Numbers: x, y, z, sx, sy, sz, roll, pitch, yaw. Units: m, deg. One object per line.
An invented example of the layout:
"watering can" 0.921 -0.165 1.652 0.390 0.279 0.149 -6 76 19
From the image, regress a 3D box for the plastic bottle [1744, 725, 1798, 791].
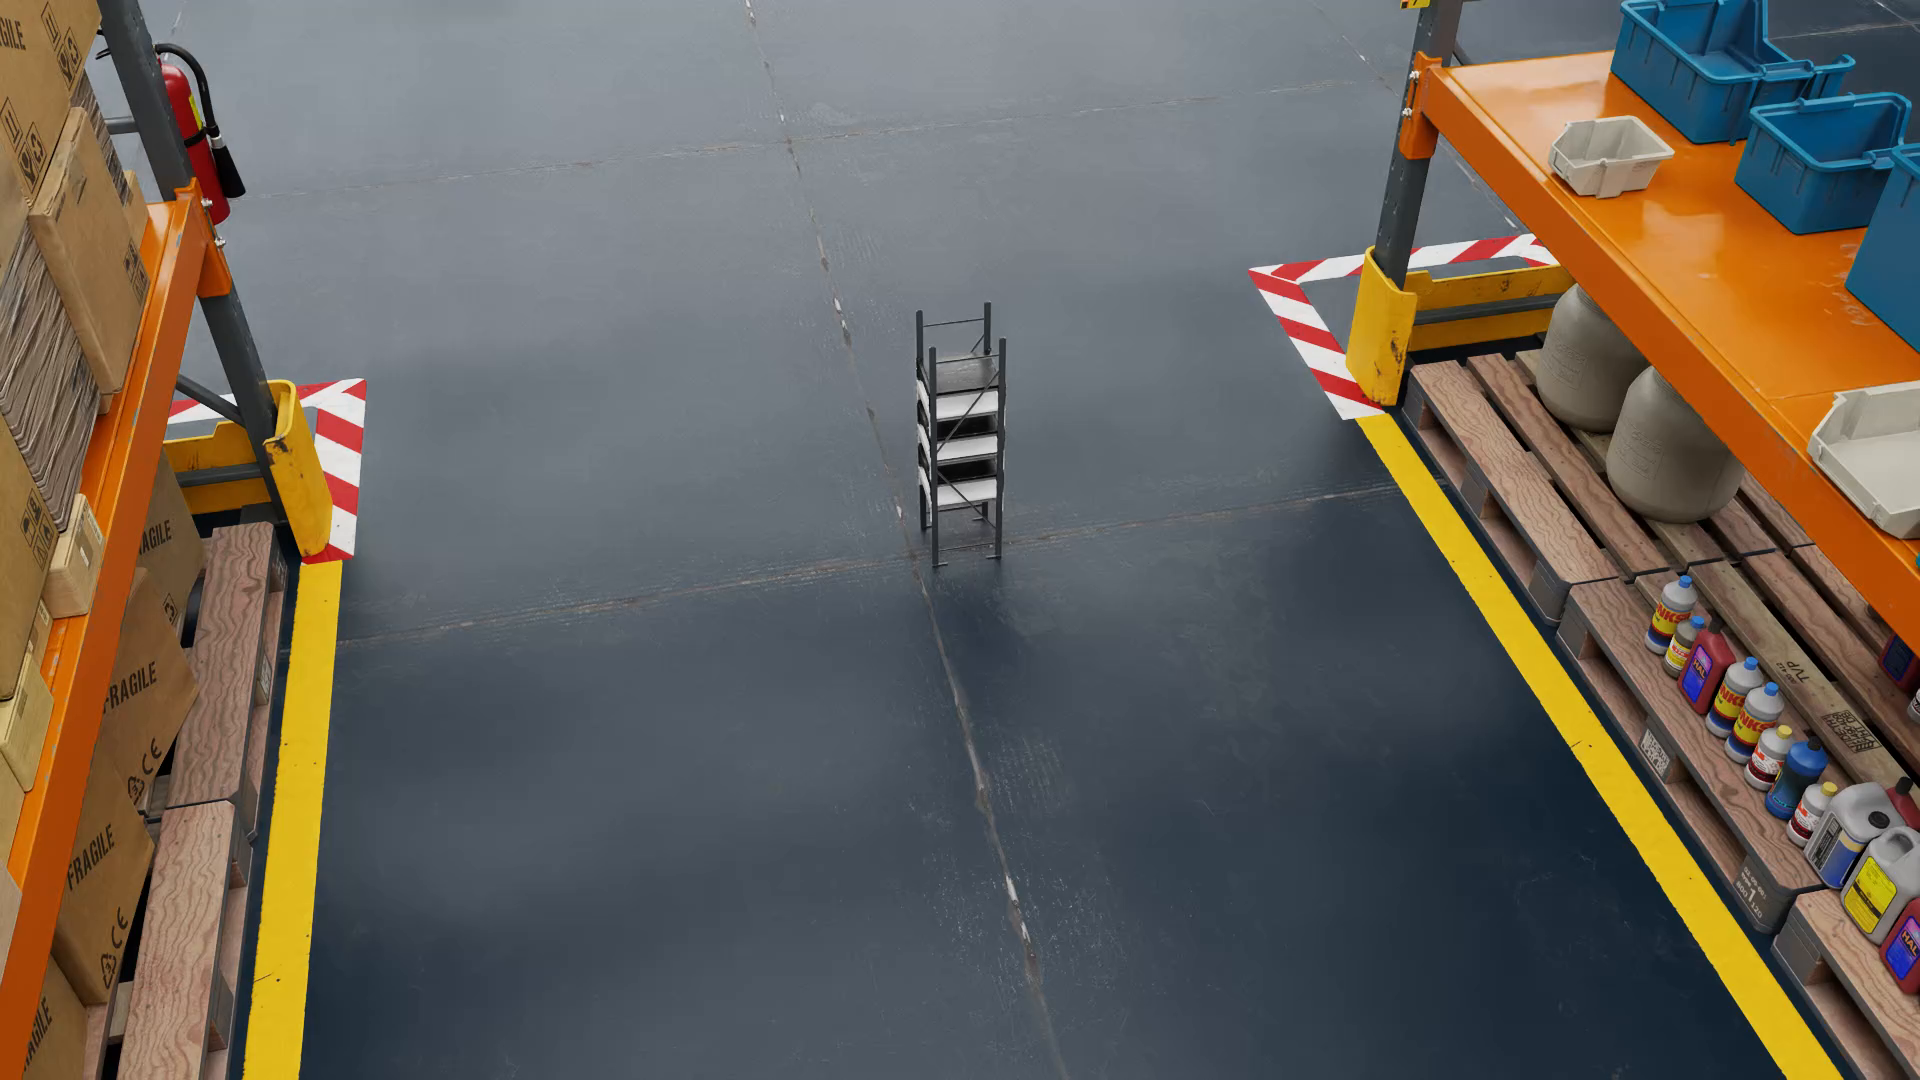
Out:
"plastic bottle" 2.250 0.593 4.599 0.097 0.201 0.097 0 42 0

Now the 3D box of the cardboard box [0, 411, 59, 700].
"cardboard box" -2.311 0.024 3.164 0.875 0.500 0.500 -8 42 -9

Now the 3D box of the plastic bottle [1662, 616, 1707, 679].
"plastic bottle" 2.155 0.308 4.919 0.097 0.201 0.097 0 42 0

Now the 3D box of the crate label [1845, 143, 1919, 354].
"crate label" 2.707 -0.719 4.274 0.502 0.435 0.616 -8 42 -9

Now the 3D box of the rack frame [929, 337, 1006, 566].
"rack frame" 0.024 -0.265 5.371 0.240 0.900 0.006 -8 42 -9

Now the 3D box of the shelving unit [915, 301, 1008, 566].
"shelving unit" 0.002 -0.331 5.445 0.258 0.900 0.210 -8 42 -9

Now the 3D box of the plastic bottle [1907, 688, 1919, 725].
"plastic bottle" 2.810 0.436 4.775 0.097 0.201 0.097 0 42 0

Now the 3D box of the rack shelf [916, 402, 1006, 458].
"rack shelf" 0.002 -0.374 5.408 0.258 0.077 0.200 -8 42 -9

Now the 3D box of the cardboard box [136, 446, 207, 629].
"cardboard box" -2.672 0.034 5.019 0.500 0.500 0.500 -1 42 -1

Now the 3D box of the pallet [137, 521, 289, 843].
"pallet" -2.633 0.473 5.058 1.003 0.211 1.213 -8 42 -9

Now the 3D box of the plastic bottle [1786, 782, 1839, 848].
"plastic bottle" 2.294 0.726 4.449 0.097 0.201 0.097 0 42 0

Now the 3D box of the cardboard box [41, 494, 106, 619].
"cardboard box" -2.101 0.056 3.617 0.380 0.149 0.250 -8 42 -9

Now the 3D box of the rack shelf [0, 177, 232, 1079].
"rack shelf" -2.359 0.415 3.565 1.077 0.370 4.000 -8 42 -9

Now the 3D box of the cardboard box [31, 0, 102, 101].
"cardboard box" -2.430 -1.352 3.961 0.500 0.500 0.500 -8 42 -9

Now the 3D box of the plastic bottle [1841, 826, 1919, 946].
"plastic bottle" 2.378 0.849 4.199 0.144 0.351 0.185 -9 42 -10

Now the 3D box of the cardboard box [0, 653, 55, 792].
"cardboard box" -2.016 0.383 3.248 0.380 0.149 0.250 -8 42 -9

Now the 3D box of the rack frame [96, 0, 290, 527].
"rack frame" -2.790 -1.151 4.787 1.000 3.000 0.127 -8 42 -9

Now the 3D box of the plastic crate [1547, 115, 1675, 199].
"plastic crate" 1.925 -1.136 4.969 0.298 0.136 0.250 -8 42 -9

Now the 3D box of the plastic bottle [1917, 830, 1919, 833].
"plastic bottle" 2.472 0.842 4.256 0.061 0.283 0.133 -8 42 -9

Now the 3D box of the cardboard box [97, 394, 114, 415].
"cardboard box" -2.331 -0.421 4.154 0.380 0.149 0.250 -8 42 -9

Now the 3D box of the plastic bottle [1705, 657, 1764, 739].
"plastic bottle" 2.207 0.437 4.722 0.097 0.271 0.097 0 42 0

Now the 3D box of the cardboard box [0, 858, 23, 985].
"cardboard box" -1.879 0.703 2.888 0.380 0.149 0.250 -8 42 -9

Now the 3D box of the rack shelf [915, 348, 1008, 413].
"rack shelf" 0.002 -0.508 5.288 0.258 0.077 0.200 -8 42 -9

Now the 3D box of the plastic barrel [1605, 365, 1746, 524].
"plastic barrel" 2.371 -0.347 5.439 0.421 0.512 0.421 0 42 0

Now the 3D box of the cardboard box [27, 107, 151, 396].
"cardboard box" -2.473 -0.632 3.903 0.875 0.500 0.500 -8 42 -9

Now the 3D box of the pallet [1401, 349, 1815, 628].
"pallet" 2.278 -0.248 5.870 1.003 0.211 1.213 -8 42 -9

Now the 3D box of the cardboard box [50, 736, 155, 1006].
"cardboard box" -2.393 0.825 4.127 0.500 0.500 0.500 -5 42 -5

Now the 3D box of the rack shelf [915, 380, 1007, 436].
"rack shelf" 0.002 -0.441 5.348 0.258 0.077 0.200 -8 42 -9

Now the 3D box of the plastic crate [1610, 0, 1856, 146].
"plastic crate" 2.446 -1.523 5.319 0.499 0.251 0.616 -8 42 -9

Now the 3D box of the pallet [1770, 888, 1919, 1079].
"pallet" 2.805 1.334 4.088 1.003 0.211 1.213 -8 42 -9

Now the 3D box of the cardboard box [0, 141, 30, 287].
"cardboard box" -2.211 -0.705 3.232 0.500 0.500 0.500 -8 42 -9

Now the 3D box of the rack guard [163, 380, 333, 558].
"rack guard" -2.774 -0.167 5.561 1.175 0.500 0.348 -8 42 -9
